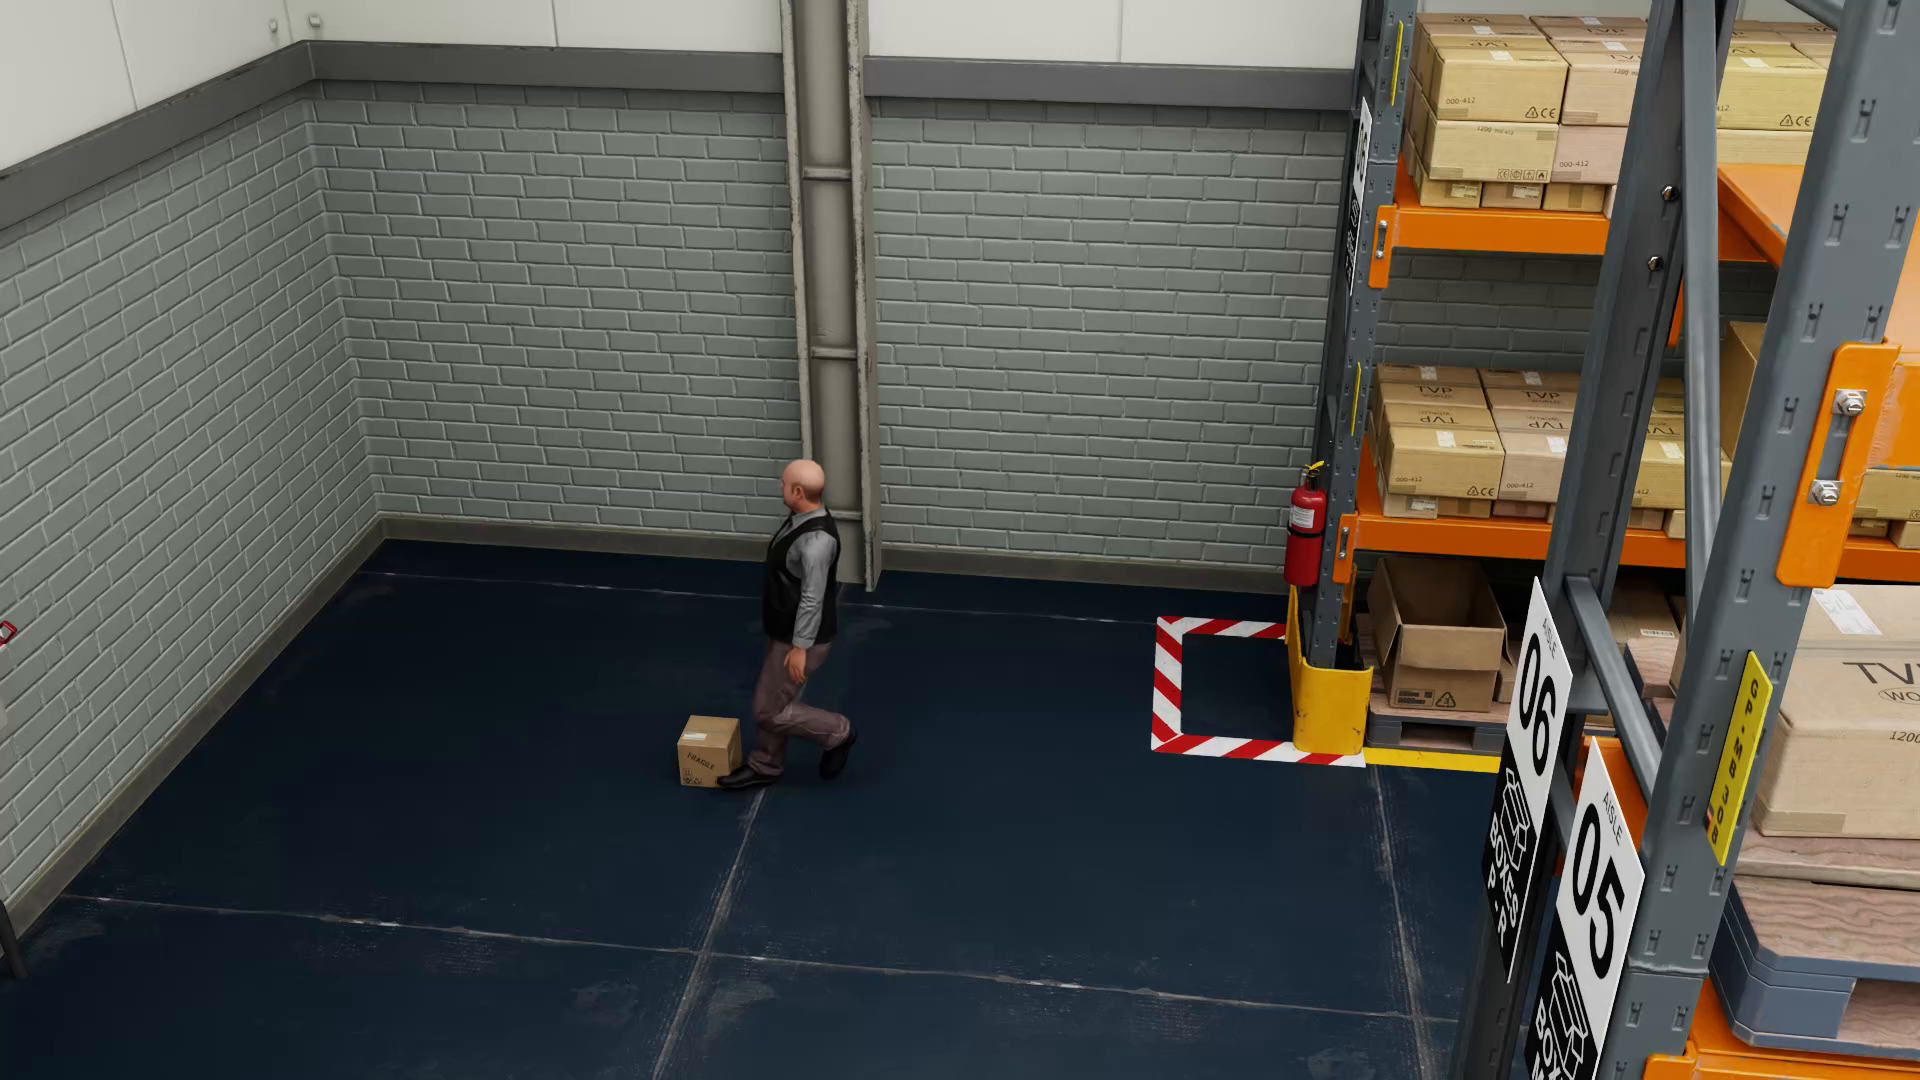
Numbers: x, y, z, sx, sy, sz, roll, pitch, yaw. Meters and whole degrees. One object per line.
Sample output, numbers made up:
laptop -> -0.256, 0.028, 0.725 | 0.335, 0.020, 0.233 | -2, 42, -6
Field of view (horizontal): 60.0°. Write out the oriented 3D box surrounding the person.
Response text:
person -> -0.854, 0.474, 7.858 | 0.700, 1.607, 0.602 | -4, 28, -8
